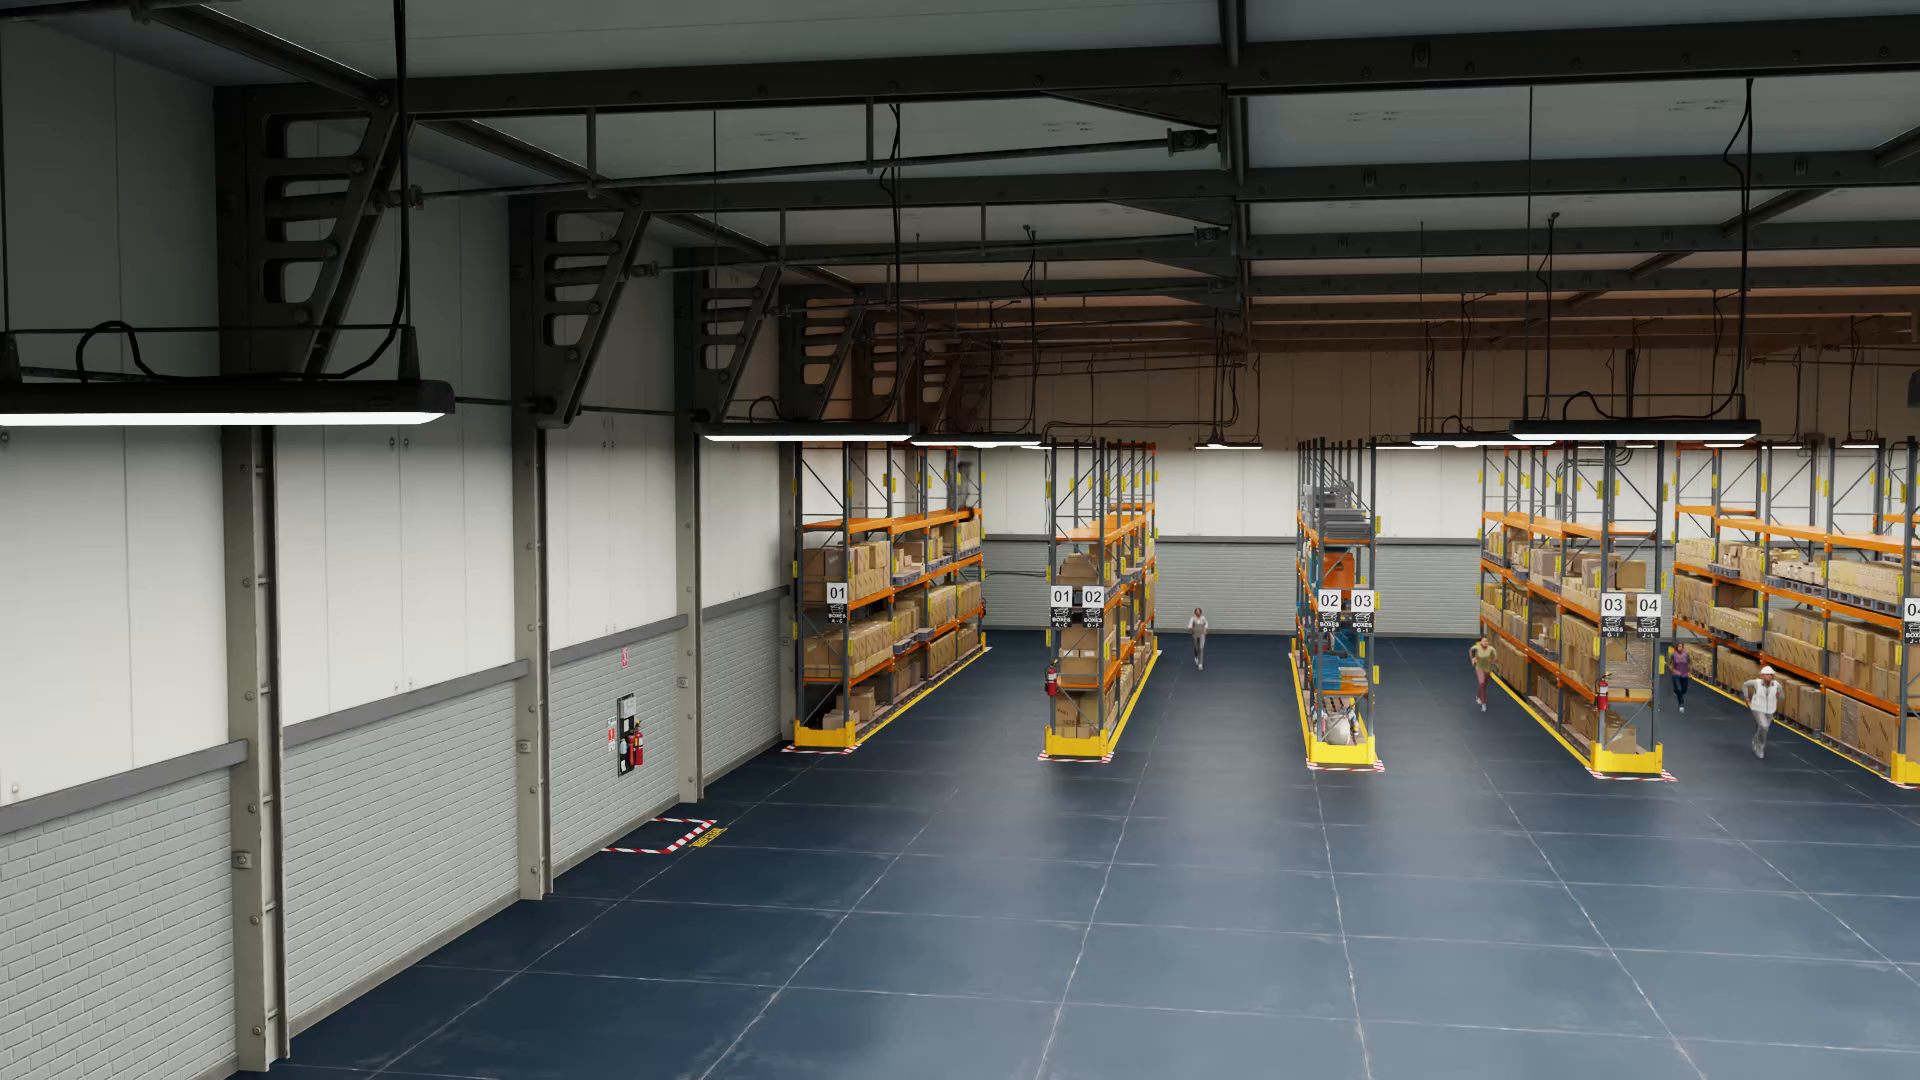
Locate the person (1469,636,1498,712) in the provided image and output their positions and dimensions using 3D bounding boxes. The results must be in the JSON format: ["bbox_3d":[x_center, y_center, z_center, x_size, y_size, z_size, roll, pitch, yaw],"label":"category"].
[{"bbox_3d":[11.668,2.945,37.076,0.578,1.674,0.978,0,3,5],"label":"person"}]

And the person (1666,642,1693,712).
[{"bbox_3d":[15.921,3.021,36.818,0.574,1.558,0.656,0,3,7],"label":"person"}]

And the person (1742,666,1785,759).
[{"bbox_3d":[15.024,3.203,31.118,0.646,1.737,0.920,0,3,3],"label":"person"}]

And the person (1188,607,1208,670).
[{"bbox_3d":[6.306,2.584,44.037,0.537,1.609,0.875,0,3,5],"label":"person"}]
